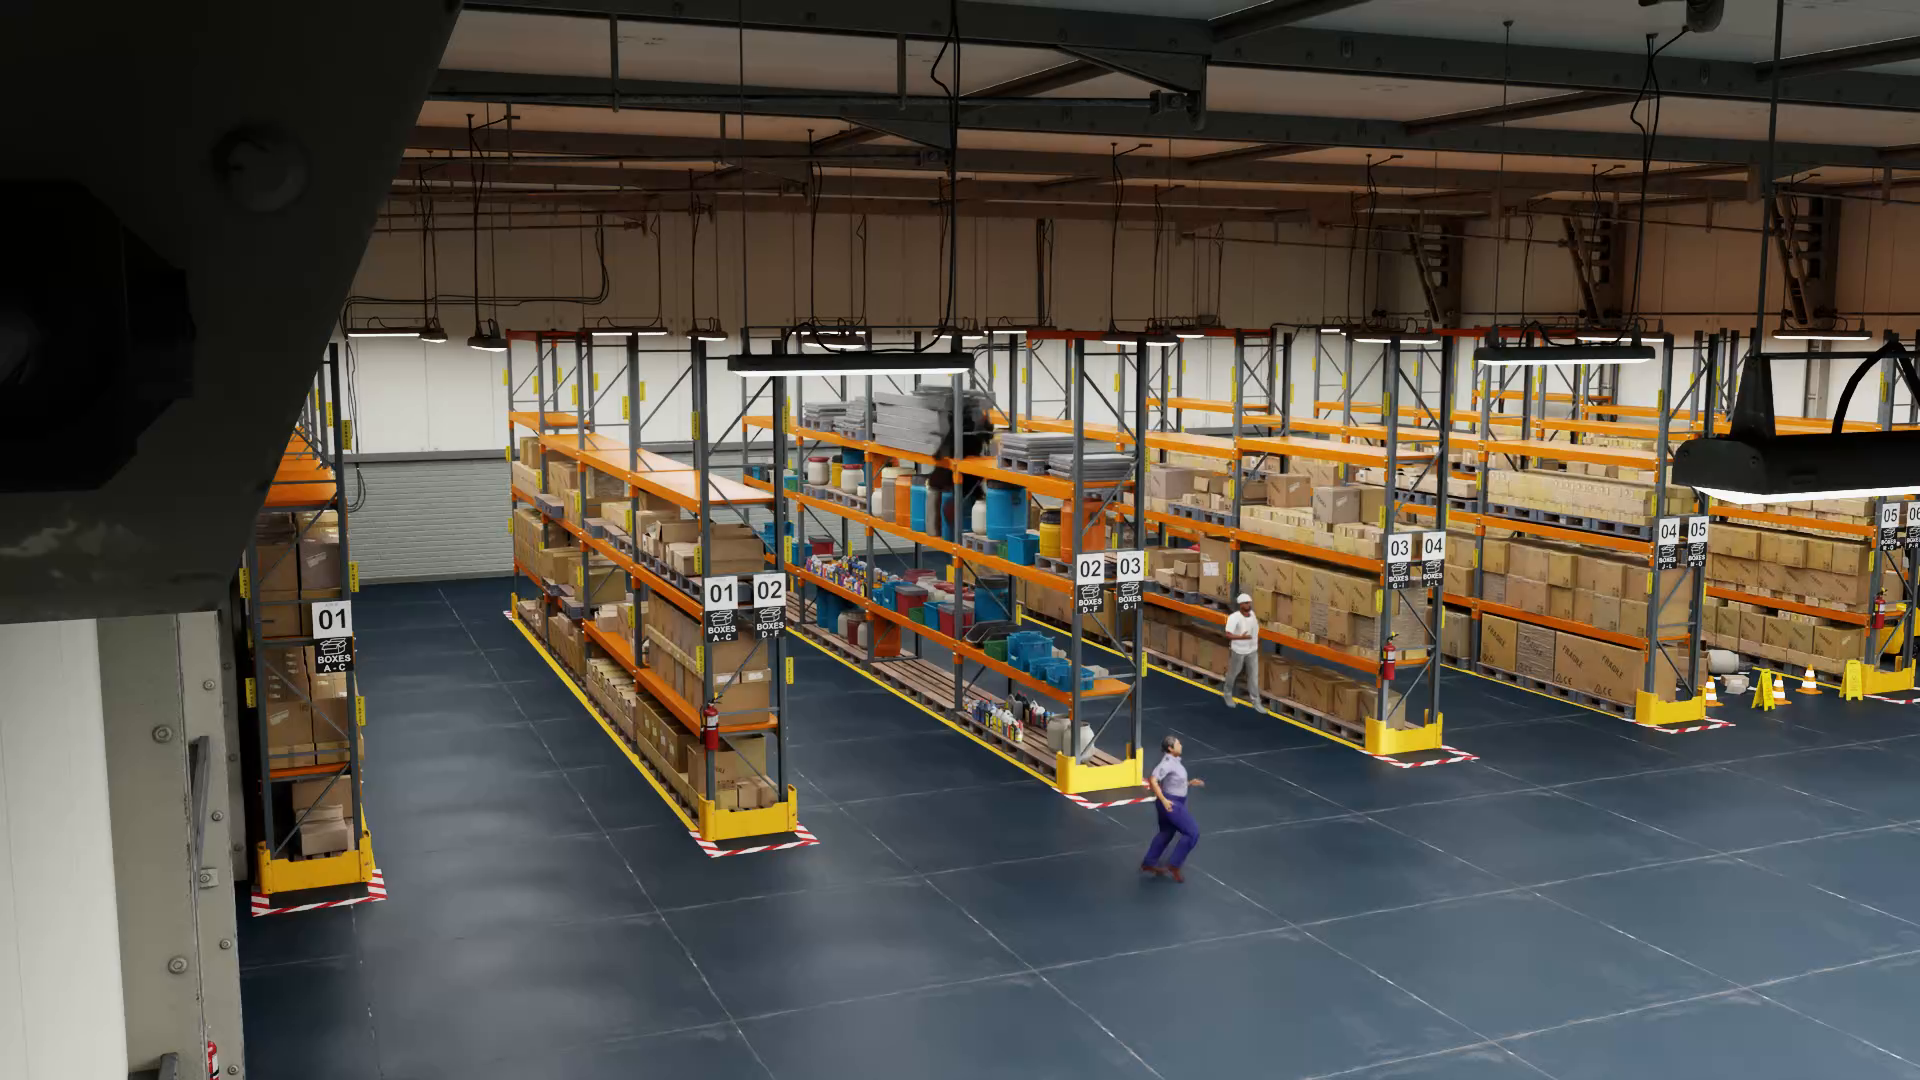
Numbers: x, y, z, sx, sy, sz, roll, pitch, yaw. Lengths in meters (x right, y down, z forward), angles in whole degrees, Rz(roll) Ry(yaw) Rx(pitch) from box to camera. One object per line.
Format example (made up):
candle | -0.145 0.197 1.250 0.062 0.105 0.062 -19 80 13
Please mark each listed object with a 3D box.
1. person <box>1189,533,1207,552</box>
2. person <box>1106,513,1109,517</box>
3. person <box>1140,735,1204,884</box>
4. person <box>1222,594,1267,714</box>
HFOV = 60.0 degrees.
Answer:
person | 5.144 0.676 35.425 0.699 1.682 0.771 -3 8 -18
person | 3.356 0.142 39.531 0.627 1.596 0.673 0 8 2
person | 2.381 3.005 18.621 0.692 1.667 0.578 0 8 3
person | 4.334 1.713 25.304 0.695 1.811 0.893 -4 9 -28
